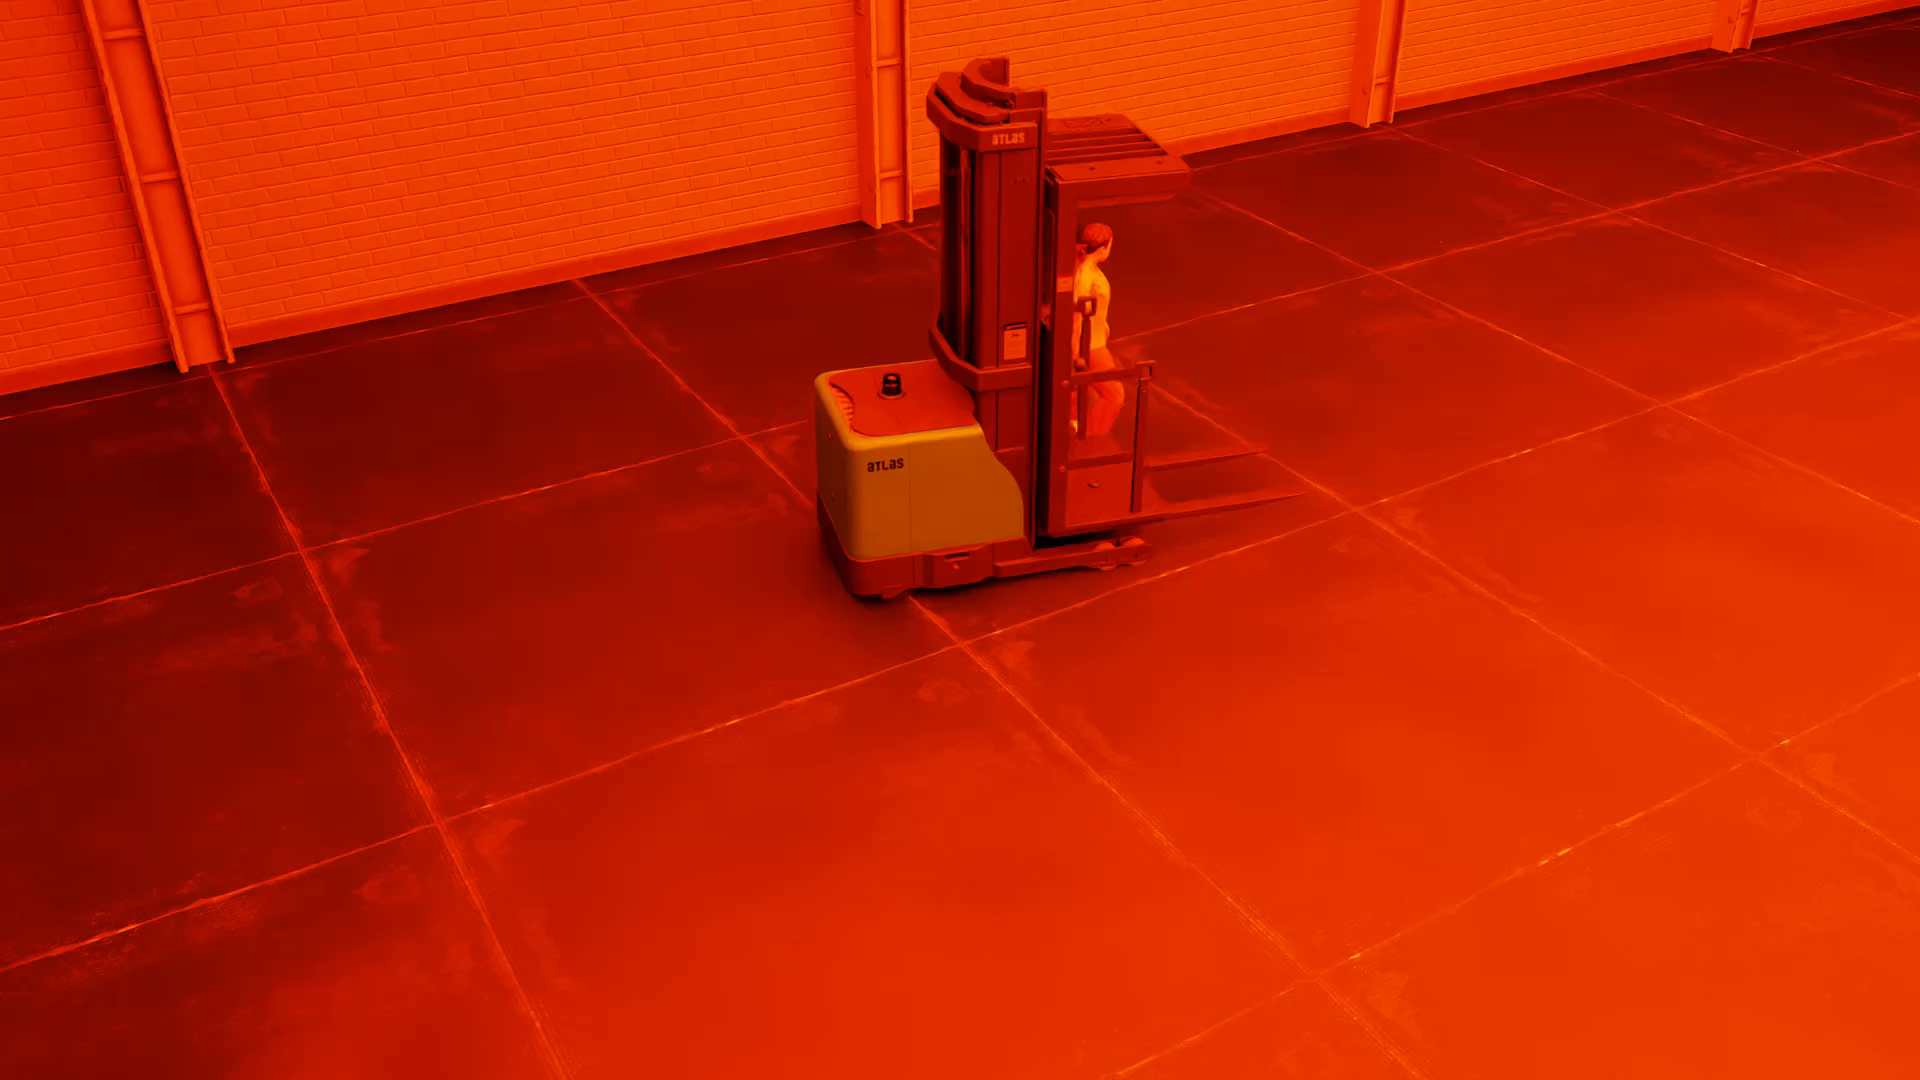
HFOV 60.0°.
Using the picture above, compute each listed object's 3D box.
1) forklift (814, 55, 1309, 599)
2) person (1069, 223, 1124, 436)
[{"bbox_3d":[0.675,-1.325,9.859,3.031,2.935,1.130,-8,32,-14],"label":"forklift"},{"bbox_3d":[0.843,-1.311,11.149,0.539,1.635,0.731,2,31,4],"label":"person"}]
